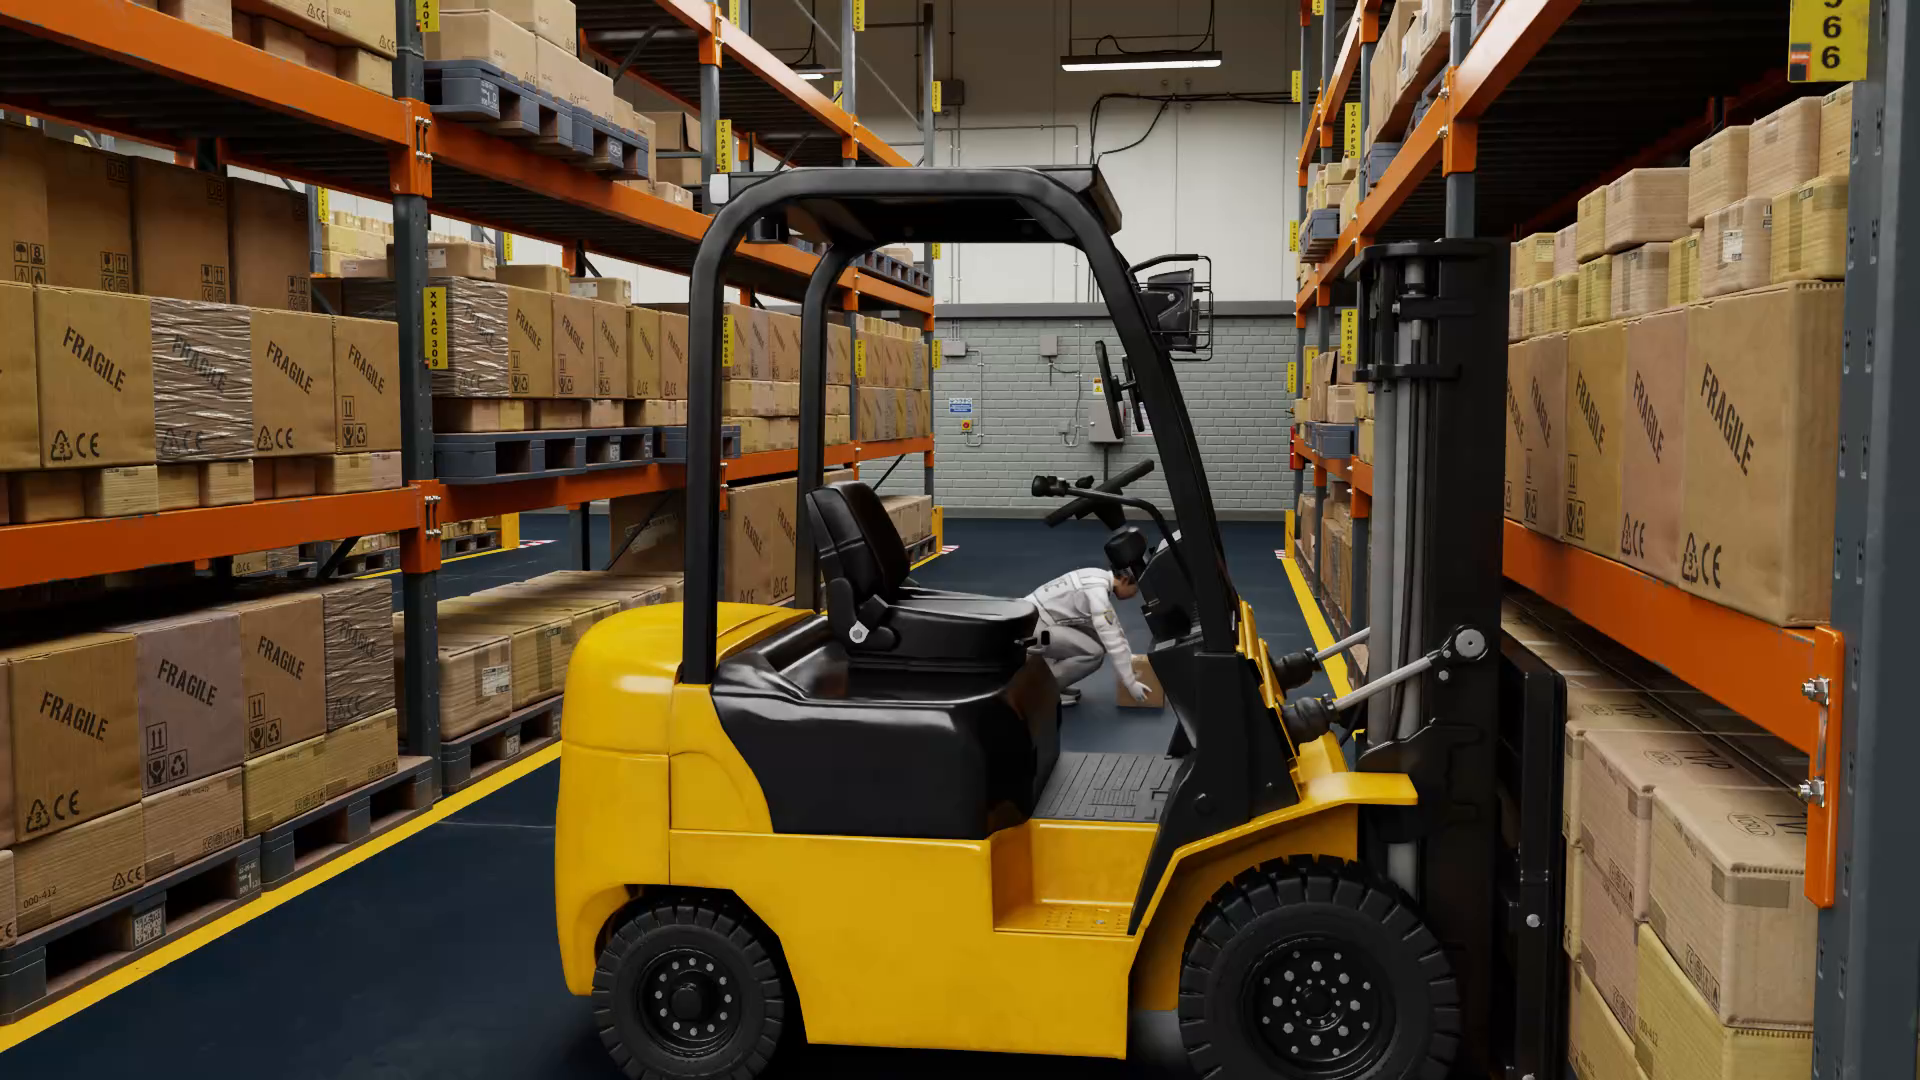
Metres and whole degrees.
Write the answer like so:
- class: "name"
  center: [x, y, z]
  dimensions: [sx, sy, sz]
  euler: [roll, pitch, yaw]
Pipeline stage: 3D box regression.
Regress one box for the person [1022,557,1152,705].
- class: "person"
  center: [0.668, 0.472, 9.143]
  dimensions: [0.859, 0.855, 0.480]
  euler: [1, 5, 9]
